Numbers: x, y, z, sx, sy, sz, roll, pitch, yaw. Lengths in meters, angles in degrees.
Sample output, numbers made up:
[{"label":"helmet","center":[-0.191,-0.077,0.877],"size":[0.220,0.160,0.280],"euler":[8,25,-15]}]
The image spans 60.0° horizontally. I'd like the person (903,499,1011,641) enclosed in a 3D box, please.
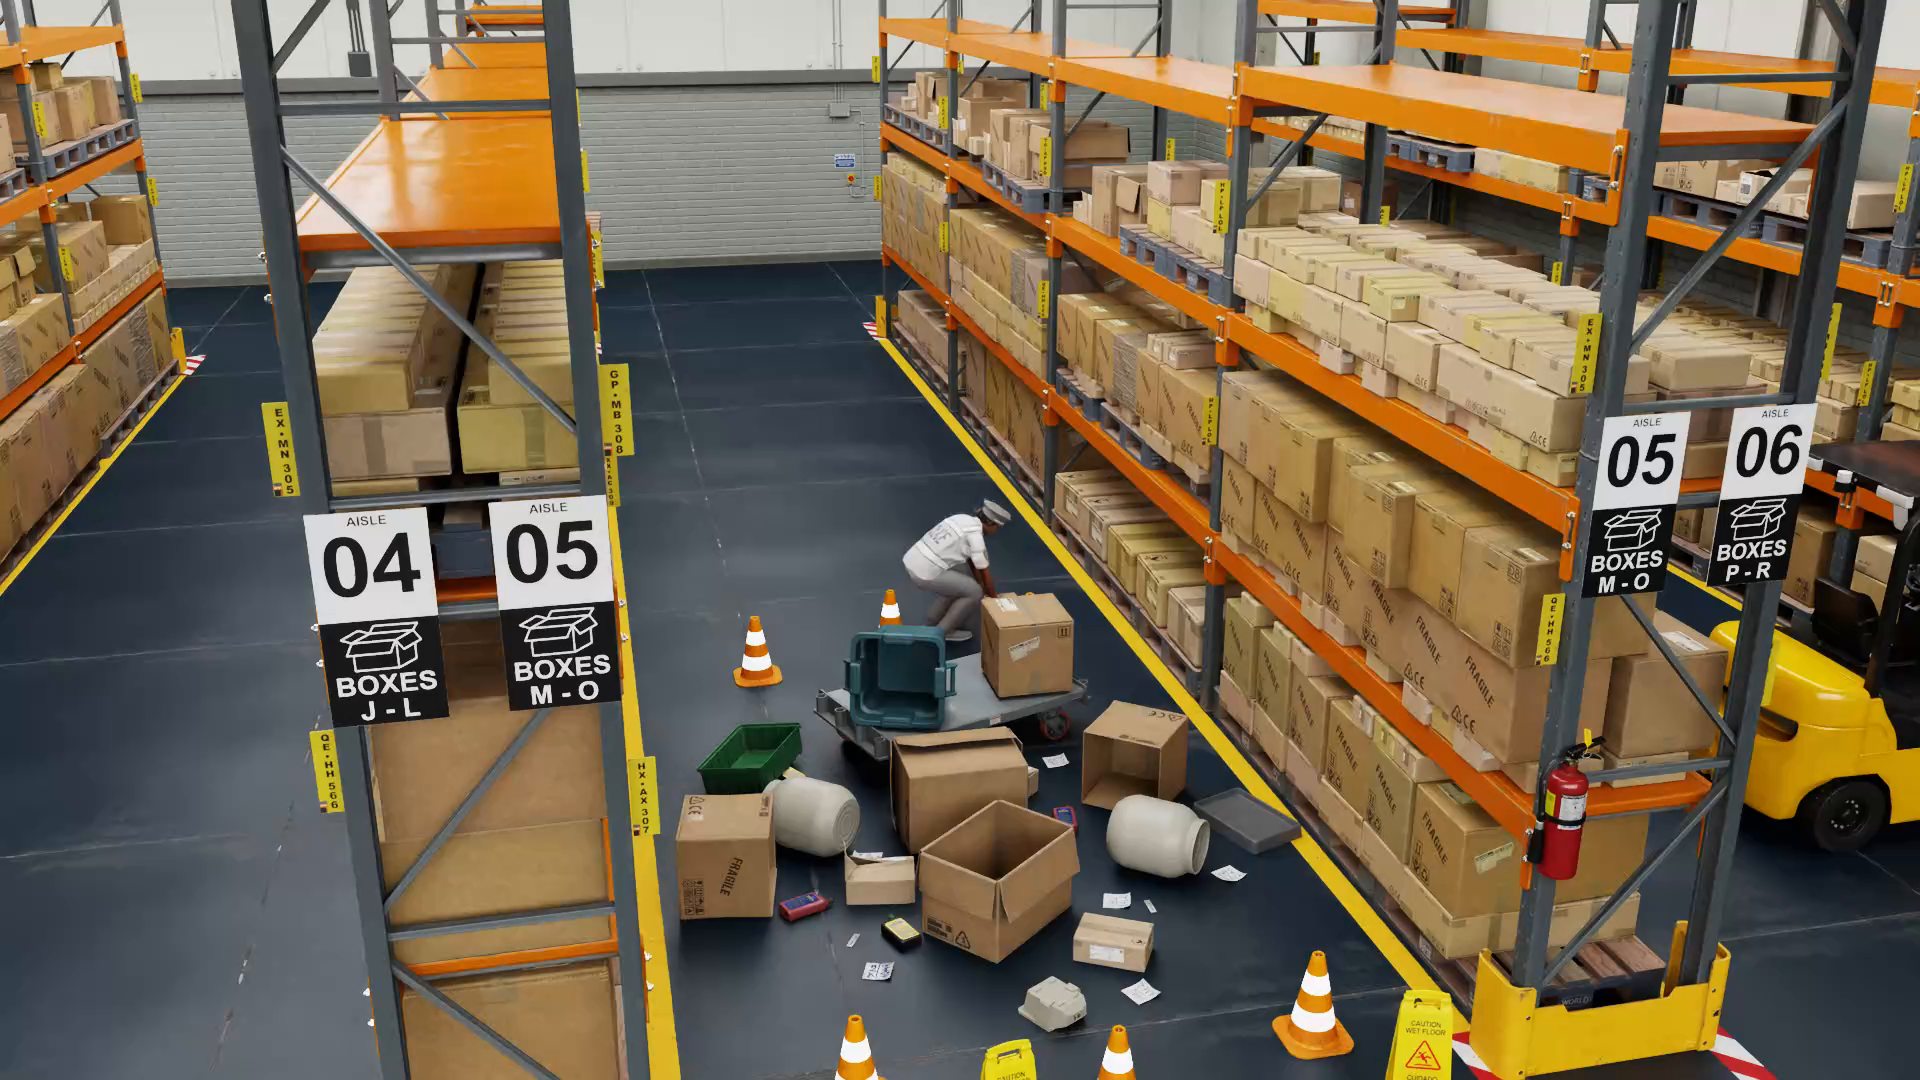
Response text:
[{"label":"person","center":[-0.015,0.224,12.662],"size":[0.846,1.034,0.482],"euler":[-5,20,-13]}]
